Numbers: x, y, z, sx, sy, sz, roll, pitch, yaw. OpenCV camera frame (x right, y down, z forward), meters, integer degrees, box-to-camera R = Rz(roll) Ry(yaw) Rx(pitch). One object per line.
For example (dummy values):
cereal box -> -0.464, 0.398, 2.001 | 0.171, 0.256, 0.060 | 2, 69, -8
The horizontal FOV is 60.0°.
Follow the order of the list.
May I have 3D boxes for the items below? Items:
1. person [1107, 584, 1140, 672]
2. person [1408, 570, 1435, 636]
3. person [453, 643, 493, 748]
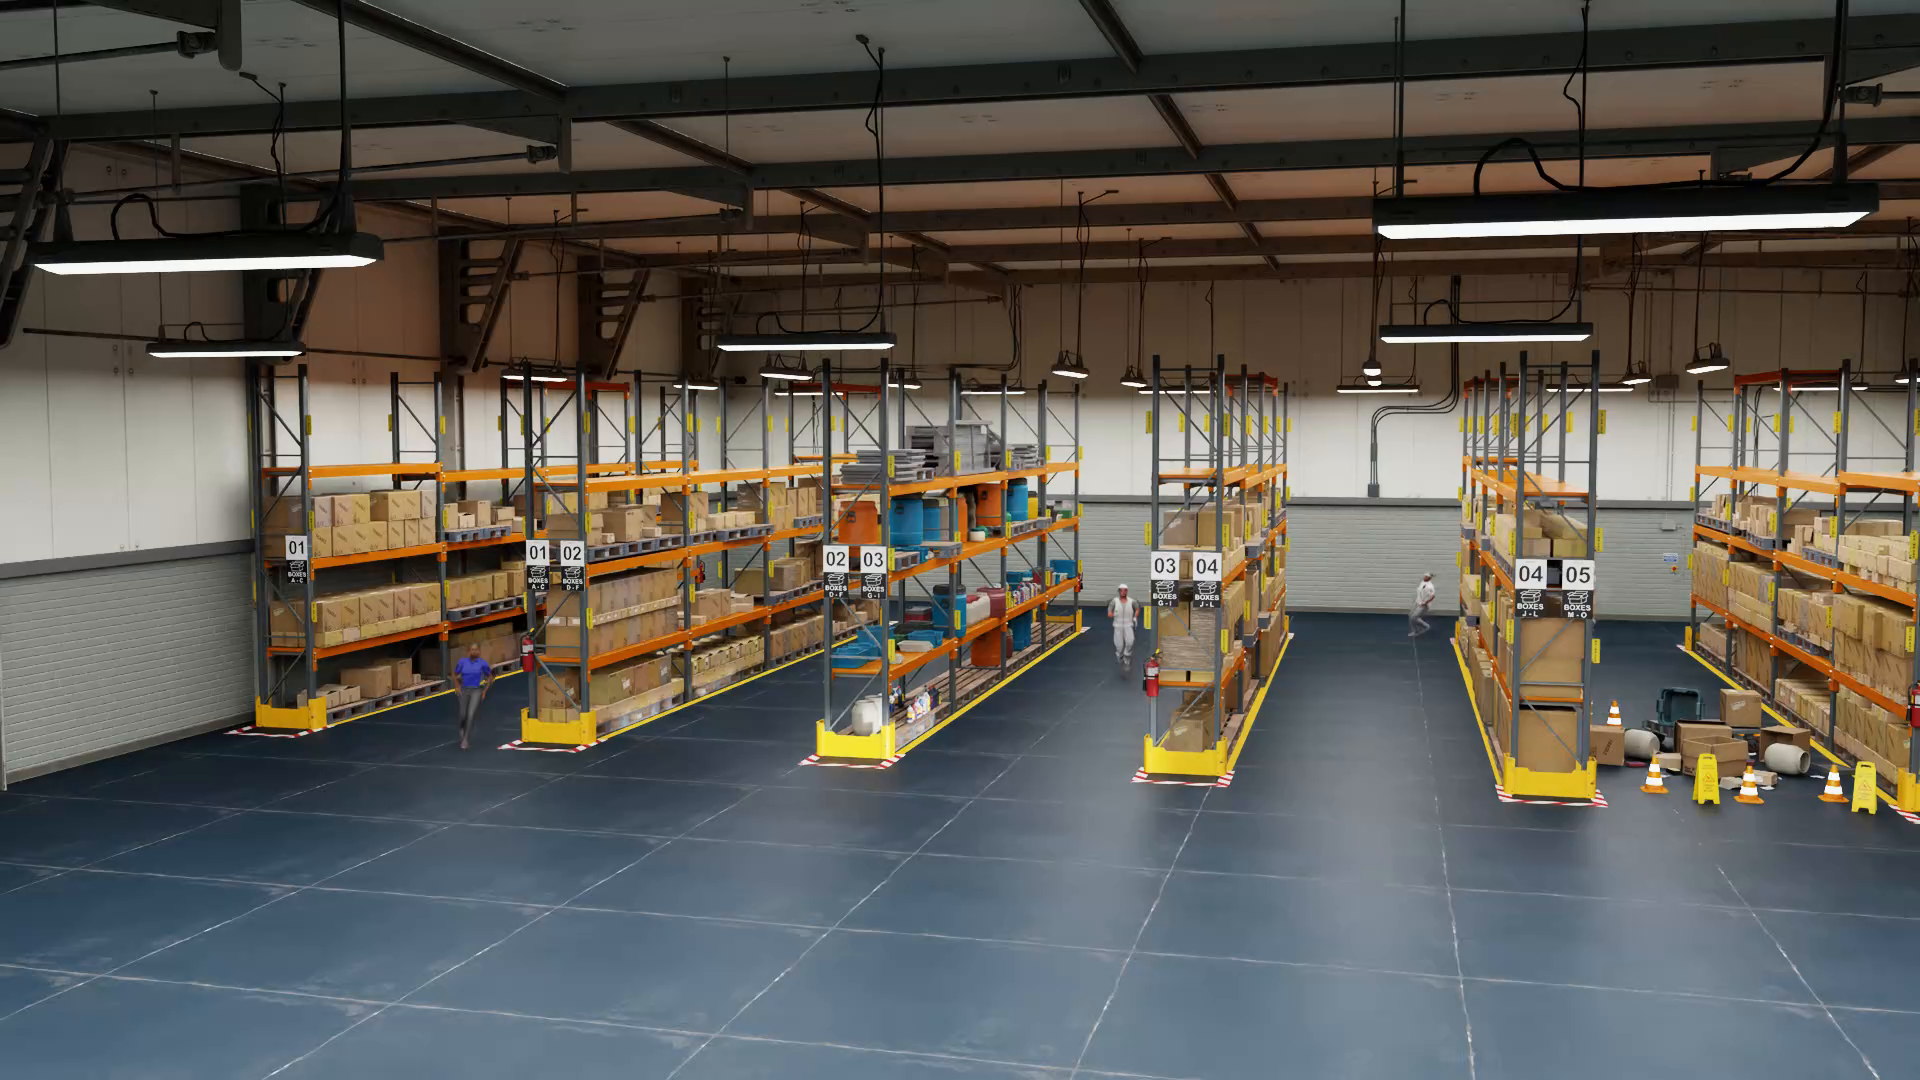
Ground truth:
person -> 3.216, 1.718, 32.709 | 0.632, 1.714, 0.706 | 0, 4, 6
person -> 10.909, 1.503, 39.339 | 0.519, 1.607, 0.677 | 0, 4, 0
person -> -7.642, 2.417, 26.095 | 0.606, 1.625, 0.658 | -1, 4, -13
